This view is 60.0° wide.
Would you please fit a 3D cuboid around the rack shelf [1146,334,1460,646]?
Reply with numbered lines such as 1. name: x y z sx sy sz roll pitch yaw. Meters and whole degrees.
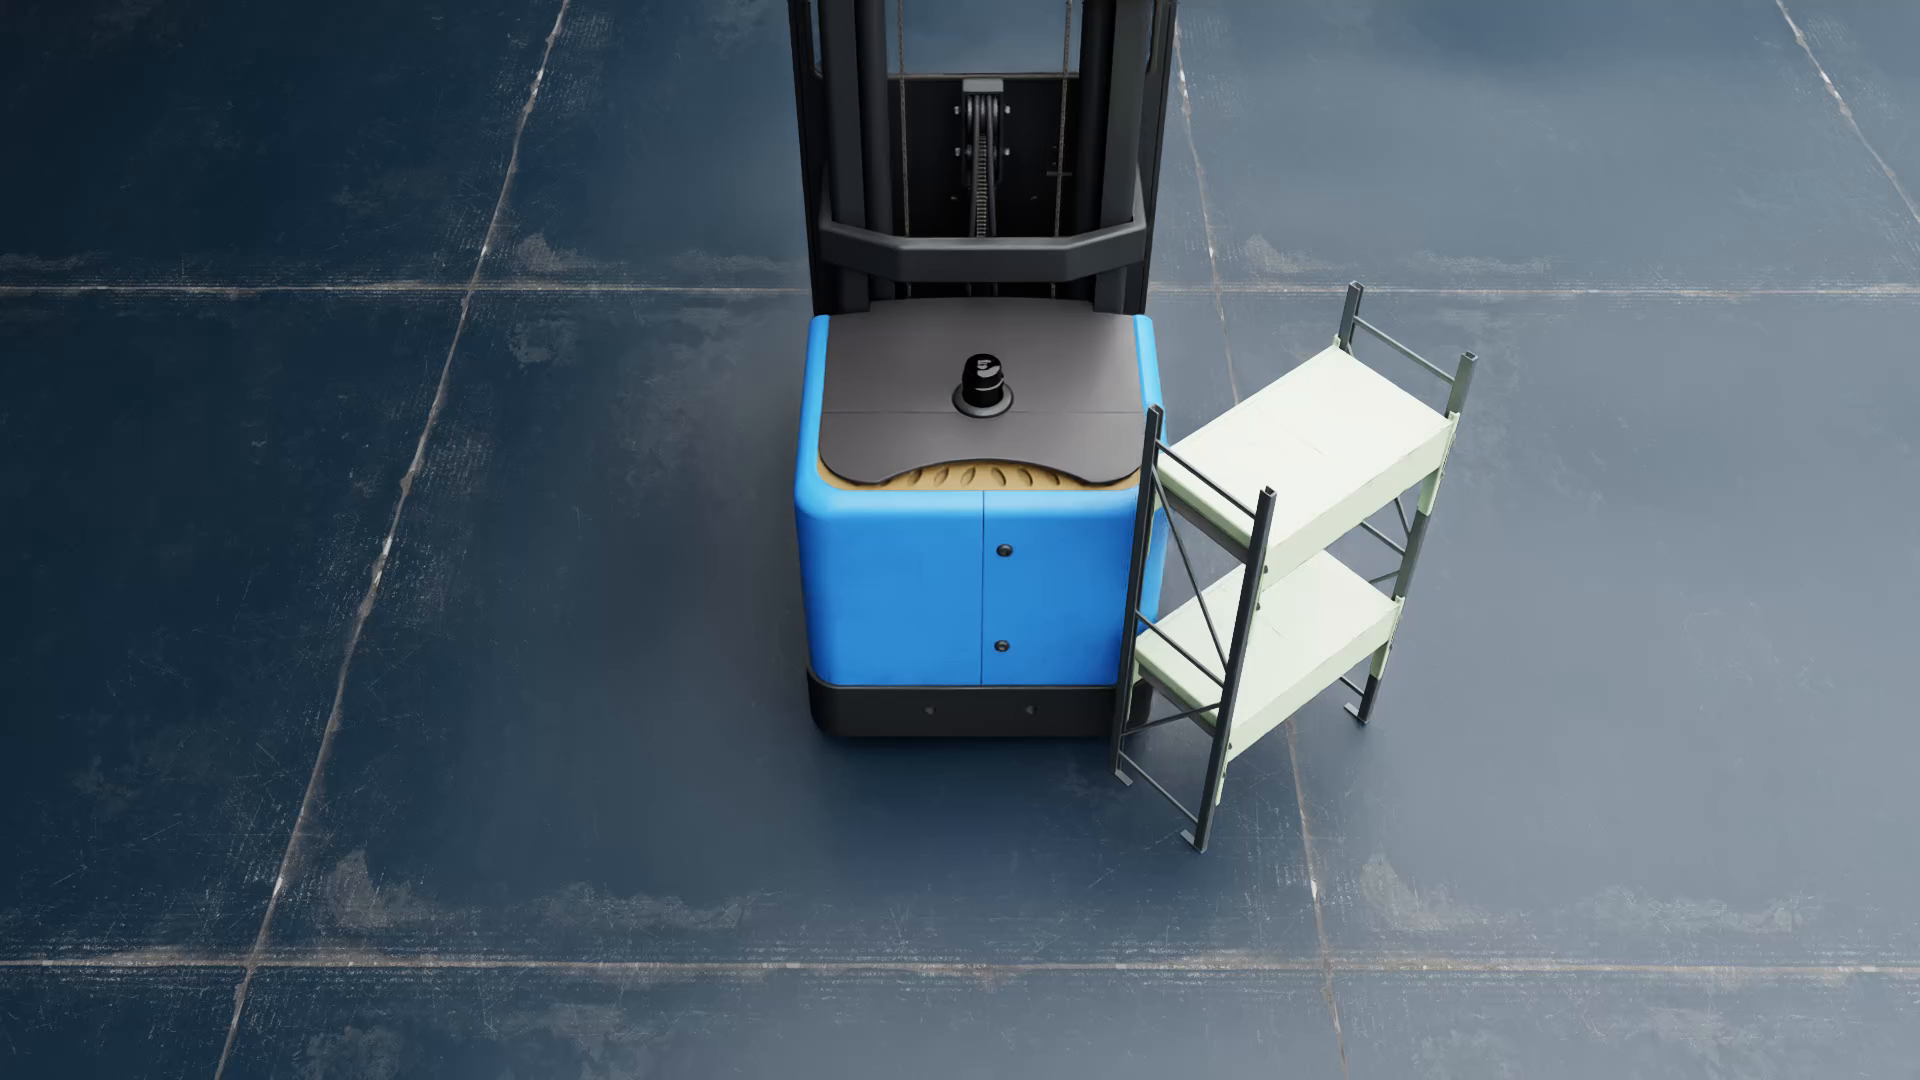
1. rack shelf: 0.869 -0.142 4.325 0.720 0.370 0.431 -32 55 -26

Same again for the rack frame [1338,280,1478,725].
1. rack frame: 1.149 -0.049 4.771 0.023 1.500 0.400 -32 55 -26

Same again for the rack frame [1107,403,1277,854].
1. rack frame: 0.589 0.296 4.450 0.023 1.500 0.400 -32 55 -26

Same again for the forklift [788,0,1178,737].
1. forklift: 0.062 -1.456 5.103 1.130 2.935 3.031 0 47 0

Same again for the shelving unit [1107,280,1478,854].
1. shelving unit: 0.869 0.124 4.610 0.755 1.500 0.431 -32 55 -26

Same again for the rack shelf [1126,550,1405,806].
1. rack shelf: 0.869 0.346 4.849 0.720 0.370 0.431 -32 55 -26
